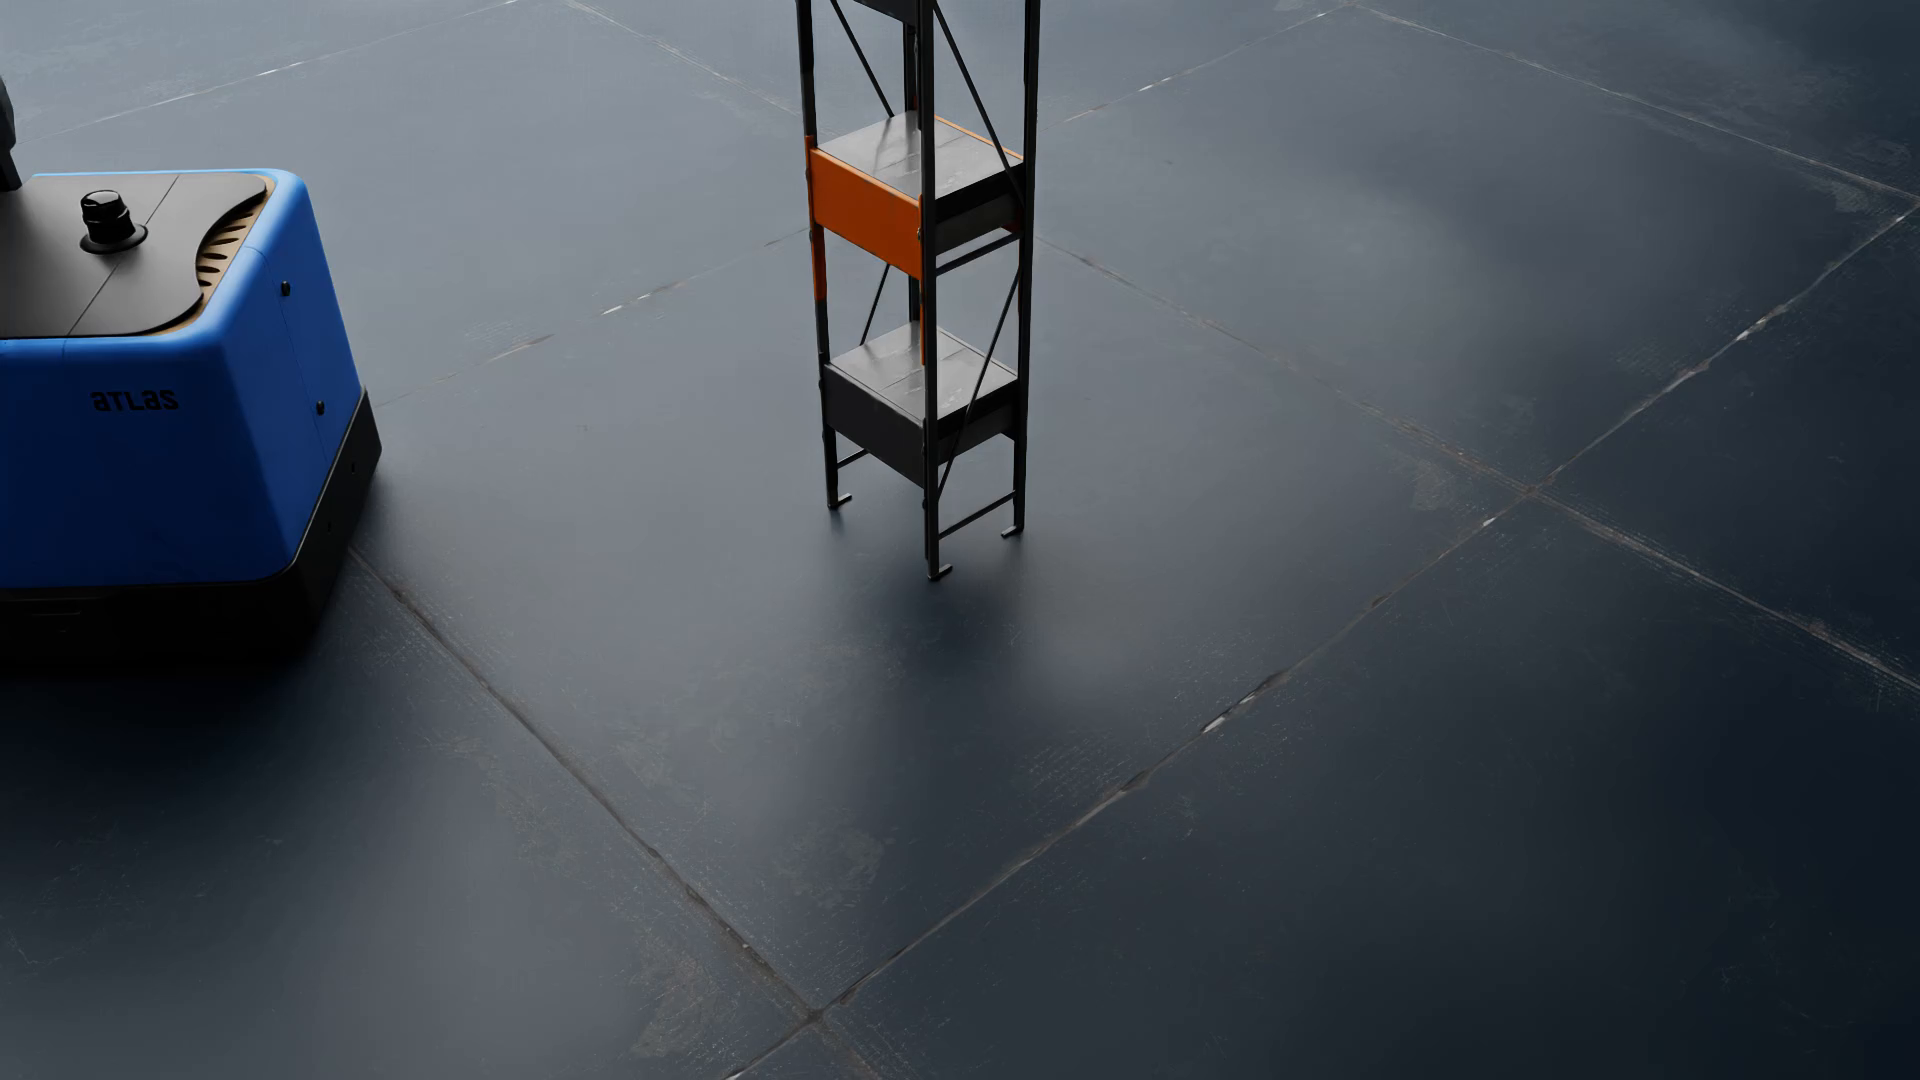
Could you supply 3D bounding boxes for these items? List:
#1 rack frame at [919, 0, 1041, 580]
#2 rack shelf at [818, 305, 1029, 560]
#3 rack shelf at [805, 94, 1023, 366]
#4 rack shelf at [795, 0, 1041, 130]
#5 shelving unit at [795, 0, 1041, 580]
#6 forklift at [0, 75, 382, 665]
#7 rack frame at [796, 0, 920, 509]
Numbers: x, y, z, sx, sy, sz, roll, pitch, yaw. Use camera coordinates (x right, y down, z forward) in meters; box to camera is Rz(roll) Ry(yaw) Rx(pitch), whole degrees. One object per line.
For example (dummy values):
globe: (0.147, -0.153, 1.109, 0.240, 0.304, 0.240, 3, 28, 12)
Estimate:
rack frame: (0.053, -0.781, 4.545, 0.400, 2.100, 0.015, -30, 48, -32)
rack shelf: (-0.112, -0.338, 5.134, 0.431, 0.518, 0.480, -30, 48, -32)
rack shelf: (-0.112, -0.883, 4.694, 0.431, 0.518, 0.480, -30, 48, -32)
rack shelf: (-0.112, -1.427, 4.254, 0.431, 0.518, 0.480, -30, 48, -32)
shelving unit: (-0.112, -0.893, 4.685, 0.431, 2.100, 0.503, -30, 48, -32)
forklift: (-3.403, -1.062, 4.232, 3.031, 2.935, 1.130, -2, 39, -2)
rack frame: (-0.277, -1.006, 4.825, 0.400, 2.100, 0.015, -30, 48, -32)
